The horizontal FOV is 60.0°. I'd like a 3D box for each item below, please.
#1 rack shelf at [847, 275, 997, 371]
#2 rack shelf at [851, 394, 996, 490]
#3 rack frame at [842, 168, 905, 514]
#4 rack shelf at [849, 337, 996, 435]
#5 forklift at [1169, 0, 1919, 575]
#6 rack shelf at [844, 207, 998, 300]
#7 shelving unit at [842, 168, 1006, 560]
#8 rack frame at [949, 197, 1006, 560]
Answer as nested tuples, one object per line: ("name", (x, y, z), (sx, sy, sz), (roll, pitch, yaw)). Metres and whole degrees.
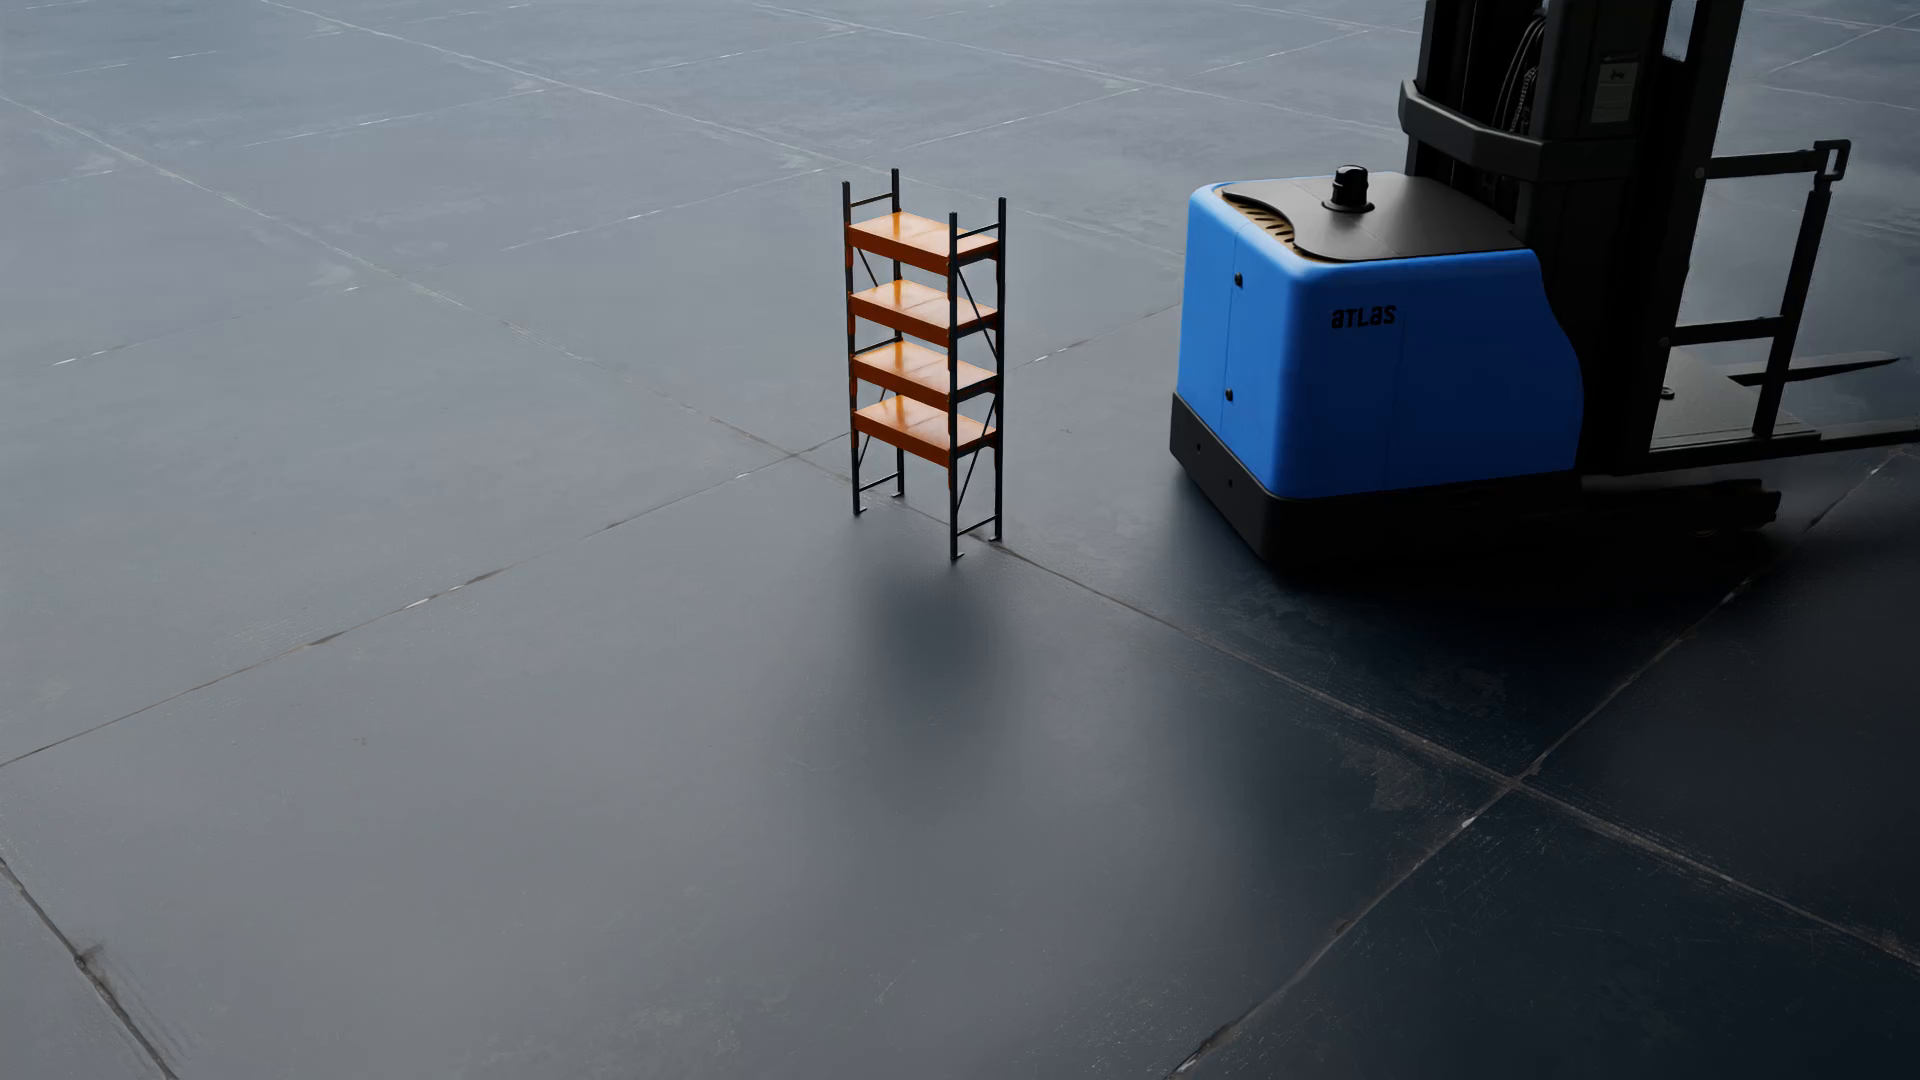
("rack shelf", (-0.118, -0.724, 5.501), (0.480, 0.148, 0.258), (25, 36, 38))
("rack shelf", (-0.118, -0.350, 5.697), (0.480, 0.148, 0.258), (25, 36, 38))
("rack frame", (-0.292, -0.665, 5.725), (0.015, 1.200, 0.240), (25, 36, 38))
("rack shelf", (-0.118, -0.526, 5.605), (0.480, 0.148, 0.258), (25, 36, 38))
("forklift", (2.359, -1.536, 5.523), (3.031, 2.935, 1.130), (-6, 28, -12))
("rack shelf", (-0.118, -0.933, 5.391), (0.480, 0.148, 0.258), (25, 36, 38))
("shelving unit", (-0.118, -0.585, 5.573), (0.503, 1.200, 0.258), (25, 36, 38))
("rack frame", (0.056, -0.505, 5.422), (0.015, 1.200, 0.240), (25, 36, 38))
